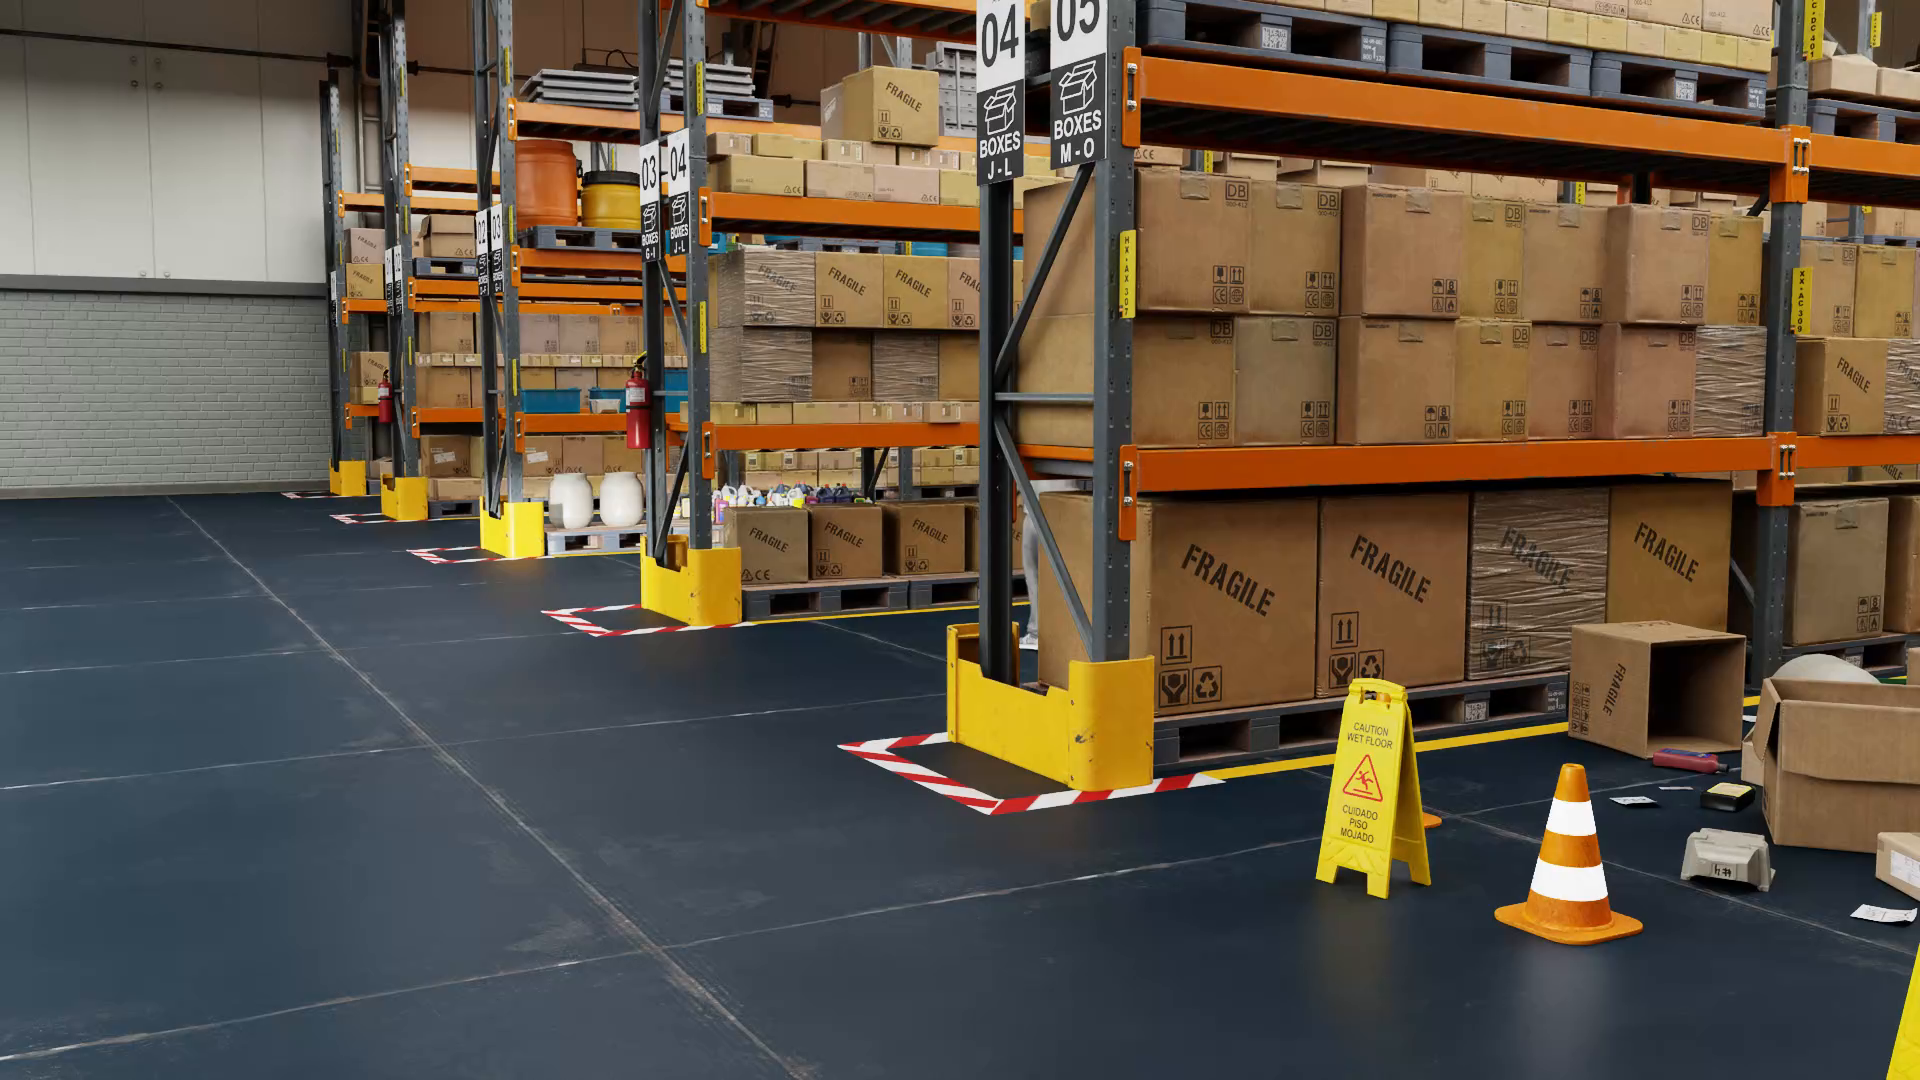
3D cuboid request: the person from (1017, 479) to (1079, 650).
[{"bbox_3d":[0.503,-0.147,9.851,0.405,1.592,0.490,-3,6,-28],"label":"person"}]
